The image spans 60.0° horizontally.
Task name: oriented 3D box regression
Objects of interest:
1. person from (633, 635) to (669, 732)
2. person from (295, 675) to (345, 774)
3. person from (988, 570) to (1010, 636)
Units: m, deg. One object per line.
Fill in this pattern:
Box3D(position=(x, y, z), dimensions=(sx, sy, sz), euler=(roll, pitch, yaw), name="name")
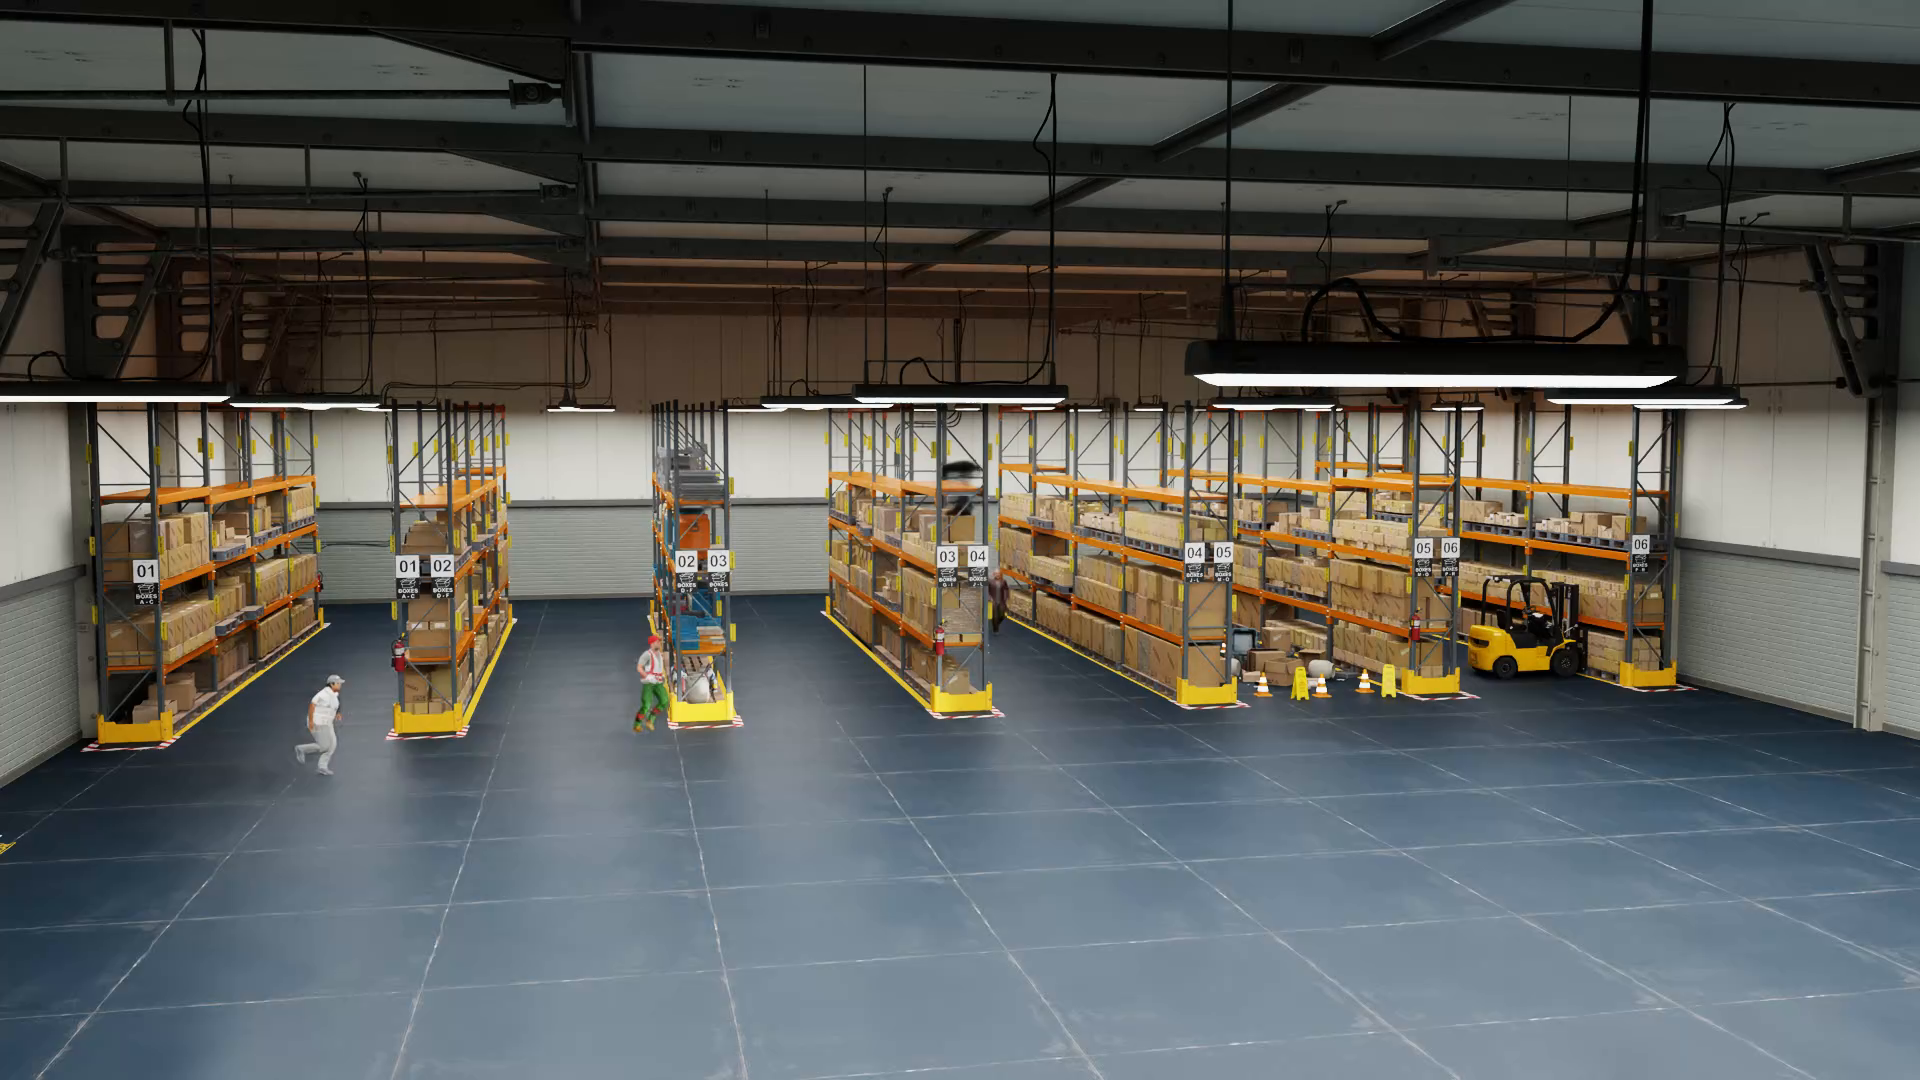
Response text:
Box3D(position=(-5.522, 2.585, 30.022), dimensions=(0.606, 1.728, 0.710), euler=(3, 6, 39), name="person")
Box3D(position=(-10.198, 2.953, 26.543), dimensions=(0.801, 1.607, 0.607), euler=(0, 4, -1), name="person")
Box3D(position=(0.956, 1.619, 43.109), dimensions=(0.697, 1.724, 0.669), euler=(-1, 4, -11), name="person")
